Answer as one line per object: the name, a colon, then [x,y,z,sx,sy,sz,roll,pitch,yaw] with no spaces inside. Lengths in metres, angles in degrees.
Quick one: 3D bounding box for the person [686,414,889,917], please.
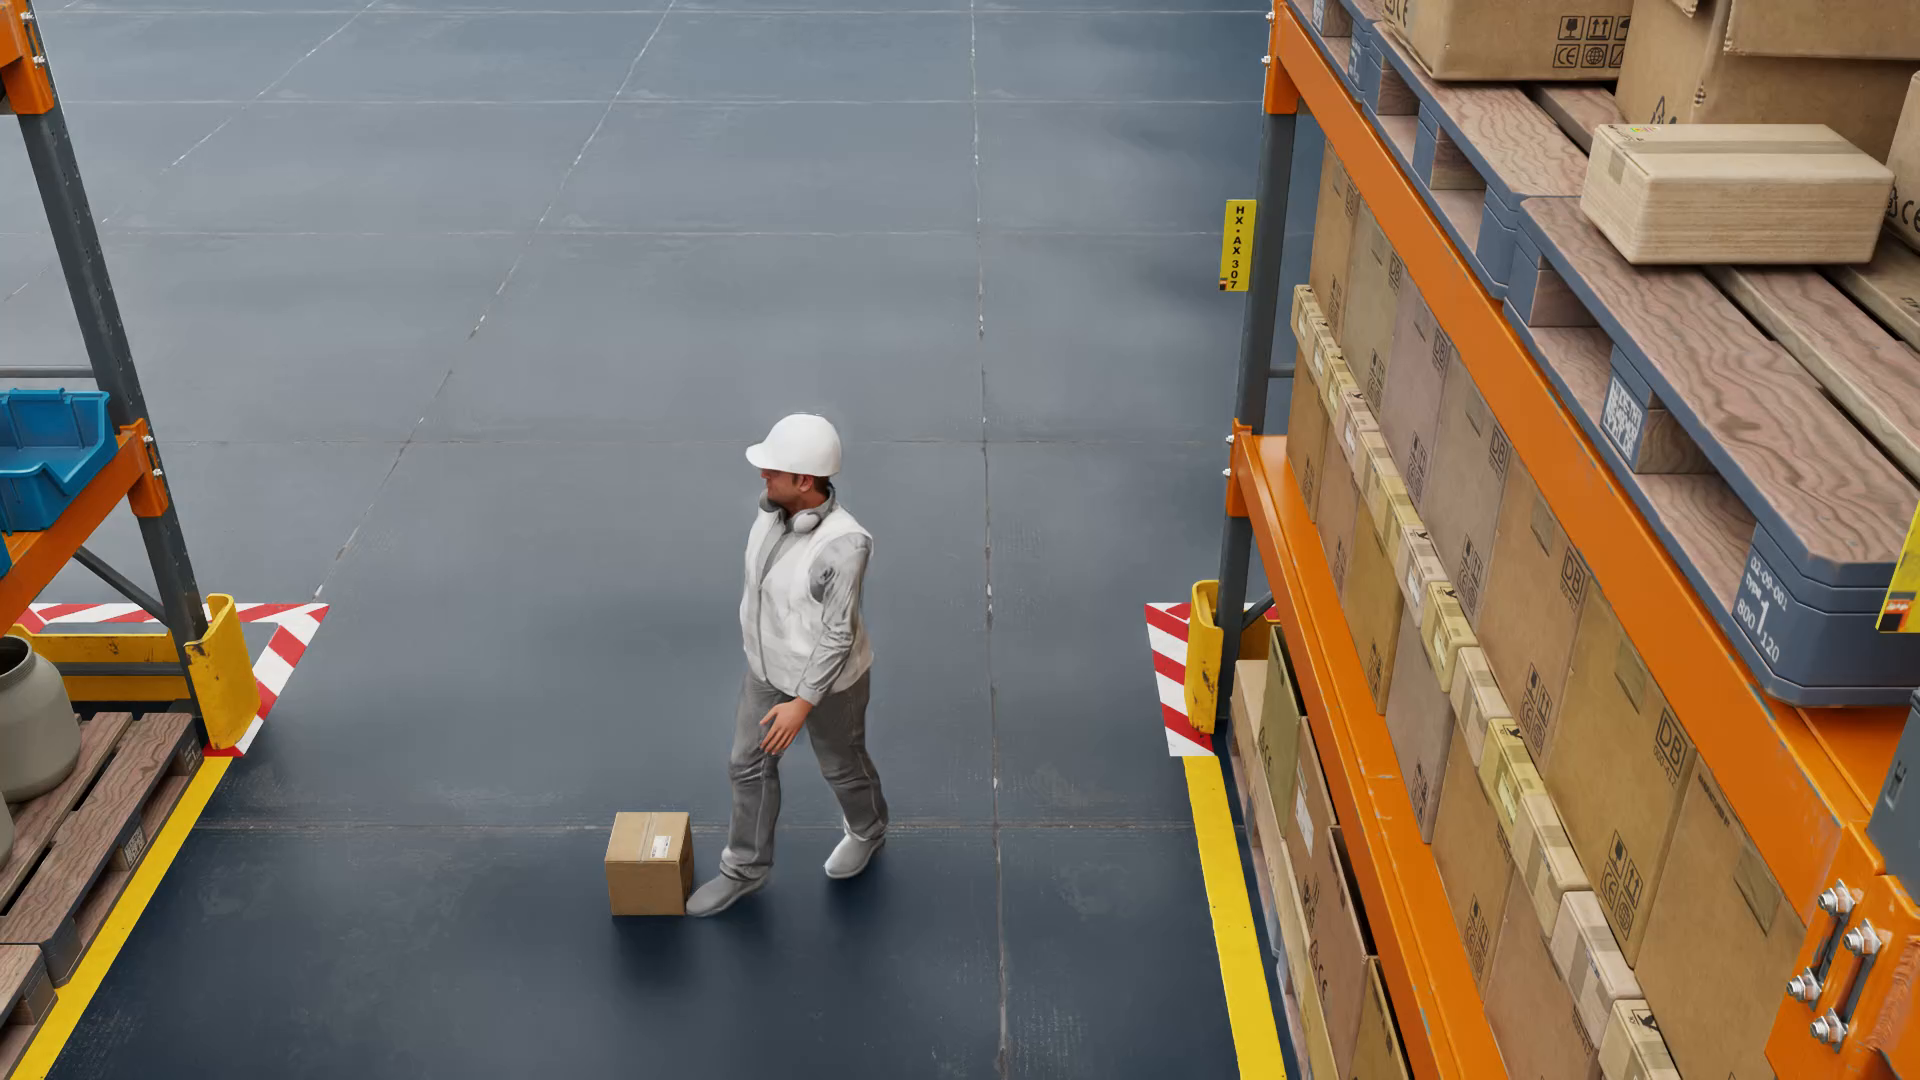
person: [-0.560,0.448,5.368,0.563,1.782,0.744,27,41,37]
